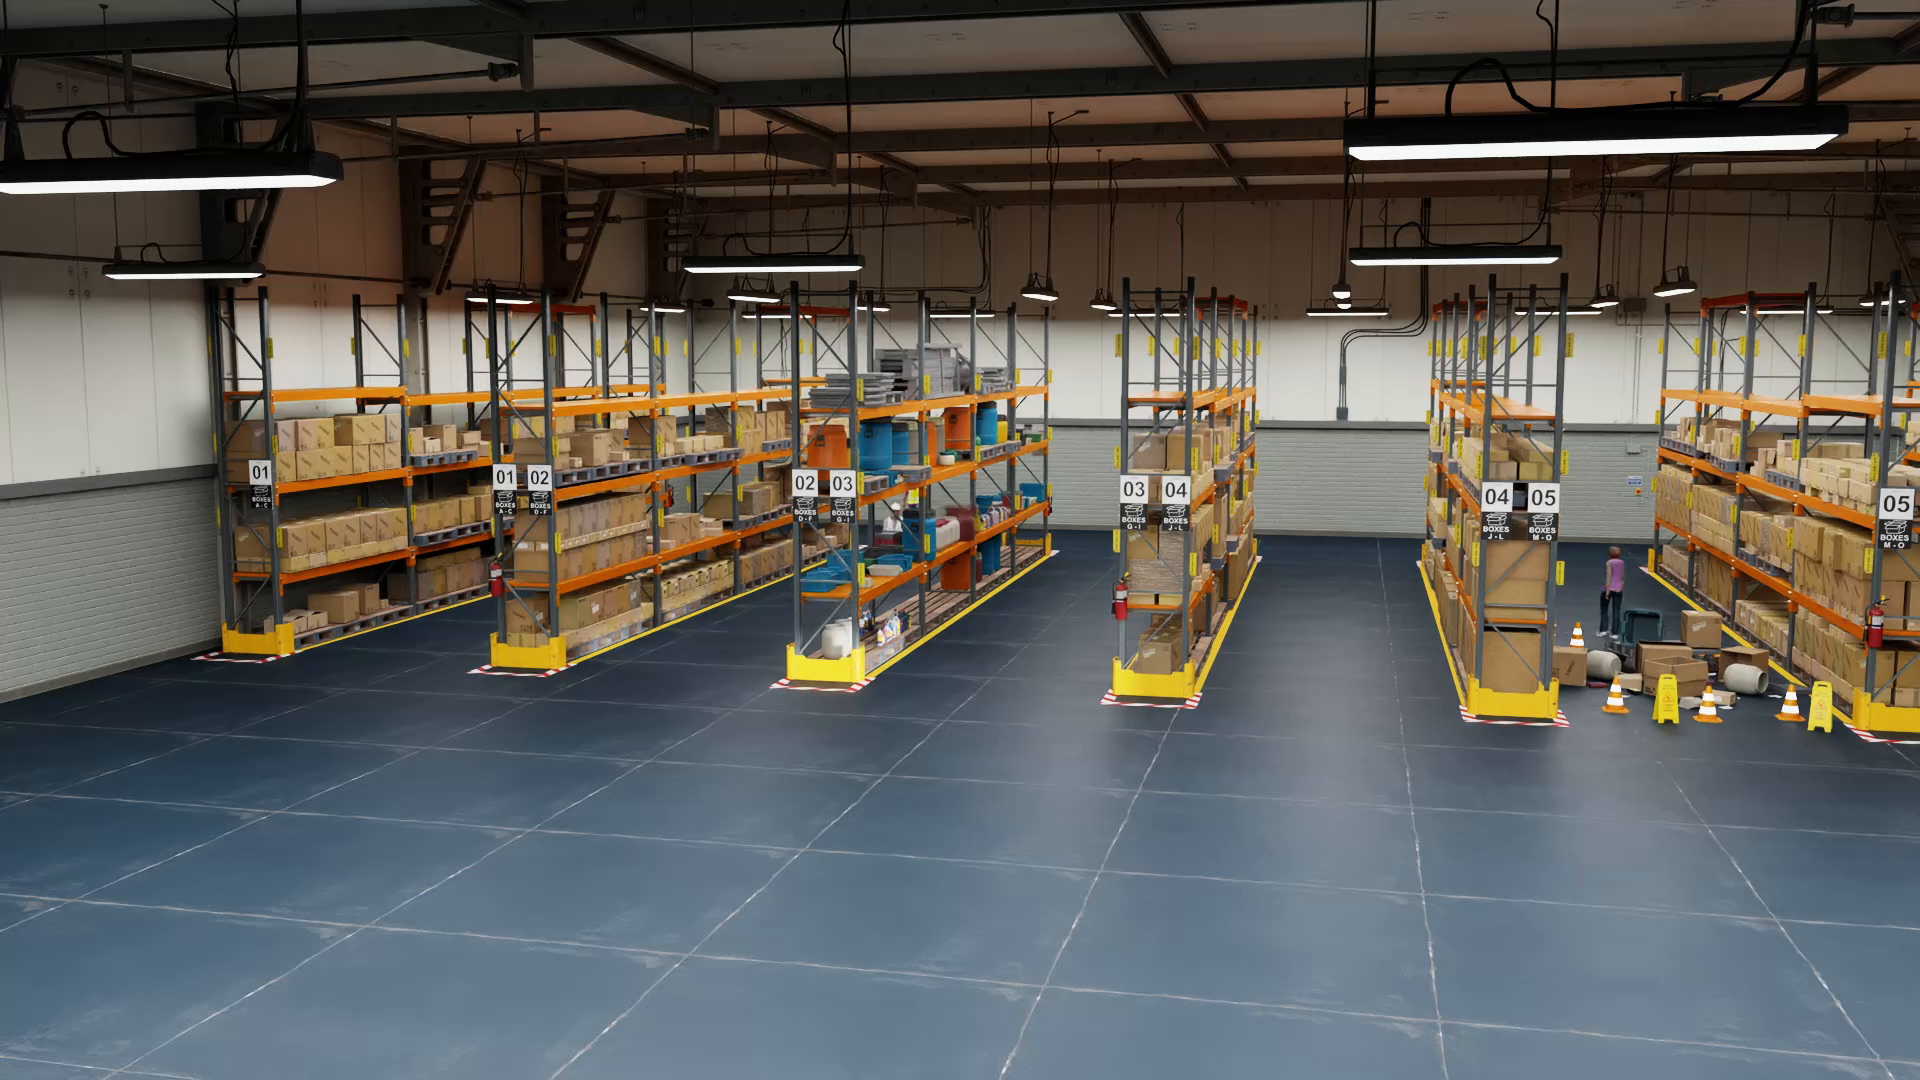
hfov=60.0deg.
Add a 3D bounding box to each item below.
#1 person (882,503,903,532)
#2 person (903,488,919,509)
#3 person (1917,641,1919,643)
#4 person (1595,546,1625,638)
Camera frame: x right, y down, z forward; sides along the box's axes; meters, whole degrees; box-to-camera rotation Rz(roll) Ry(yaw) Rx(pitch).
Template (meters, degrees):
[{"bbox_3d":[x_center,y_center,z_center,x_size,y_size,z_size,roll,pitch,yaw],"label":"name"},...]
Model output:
[{"bbox_3d":[-1.391,0.056,35.396,0.558,1.693,1.073,2,7,16],"label":"person"},{"bbox_3d":[-1.213,-0.974,44.586,0.605,1.713,1.093,1,7,10],"label":"person"},{"bbox_3d":[15.598,1.093,26.546,0.528,1.815,0.554,1,7,6],"label":"person"},{"bbox_3d":[11.338,0.921,28.844,0.406,1.610,0.664,1,7,7],"label":"person"}]
